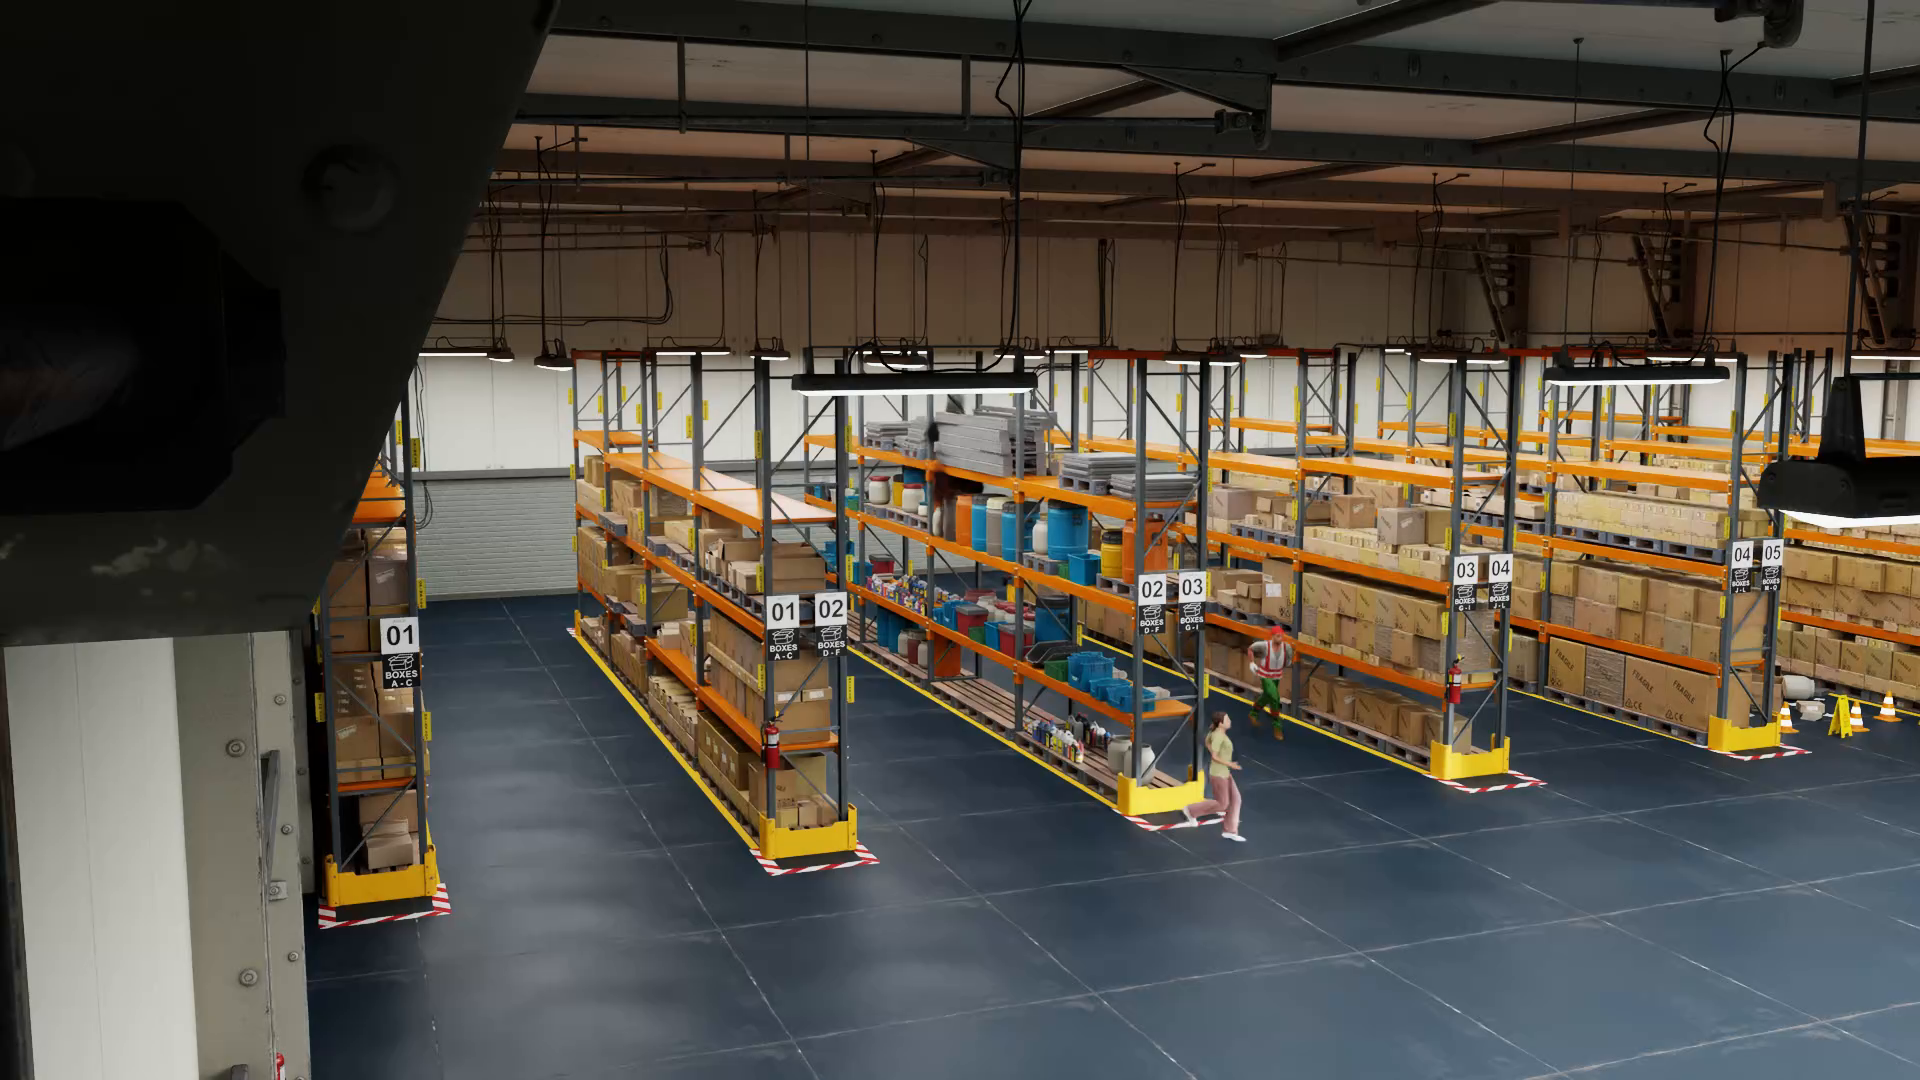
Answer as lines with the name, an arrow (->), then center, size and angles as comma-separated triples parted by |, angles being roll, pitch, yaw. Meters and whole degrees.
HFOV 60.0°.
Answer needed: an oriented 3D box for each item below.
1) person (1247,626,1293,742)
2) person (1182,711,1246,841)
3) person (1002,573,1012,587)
person -> 4.861, 2.202, 26.249 | 0.653, 1.794, 0.990 | -3, 8, -26
person -> 3.199, 2.955, 20.852 | 0.797, 1.660, 0.589 | 1, 7, 12
person -> 1.334, 0.525, 40.203 | 0.679, 1.677, 0.696 | 3, 8, 20
